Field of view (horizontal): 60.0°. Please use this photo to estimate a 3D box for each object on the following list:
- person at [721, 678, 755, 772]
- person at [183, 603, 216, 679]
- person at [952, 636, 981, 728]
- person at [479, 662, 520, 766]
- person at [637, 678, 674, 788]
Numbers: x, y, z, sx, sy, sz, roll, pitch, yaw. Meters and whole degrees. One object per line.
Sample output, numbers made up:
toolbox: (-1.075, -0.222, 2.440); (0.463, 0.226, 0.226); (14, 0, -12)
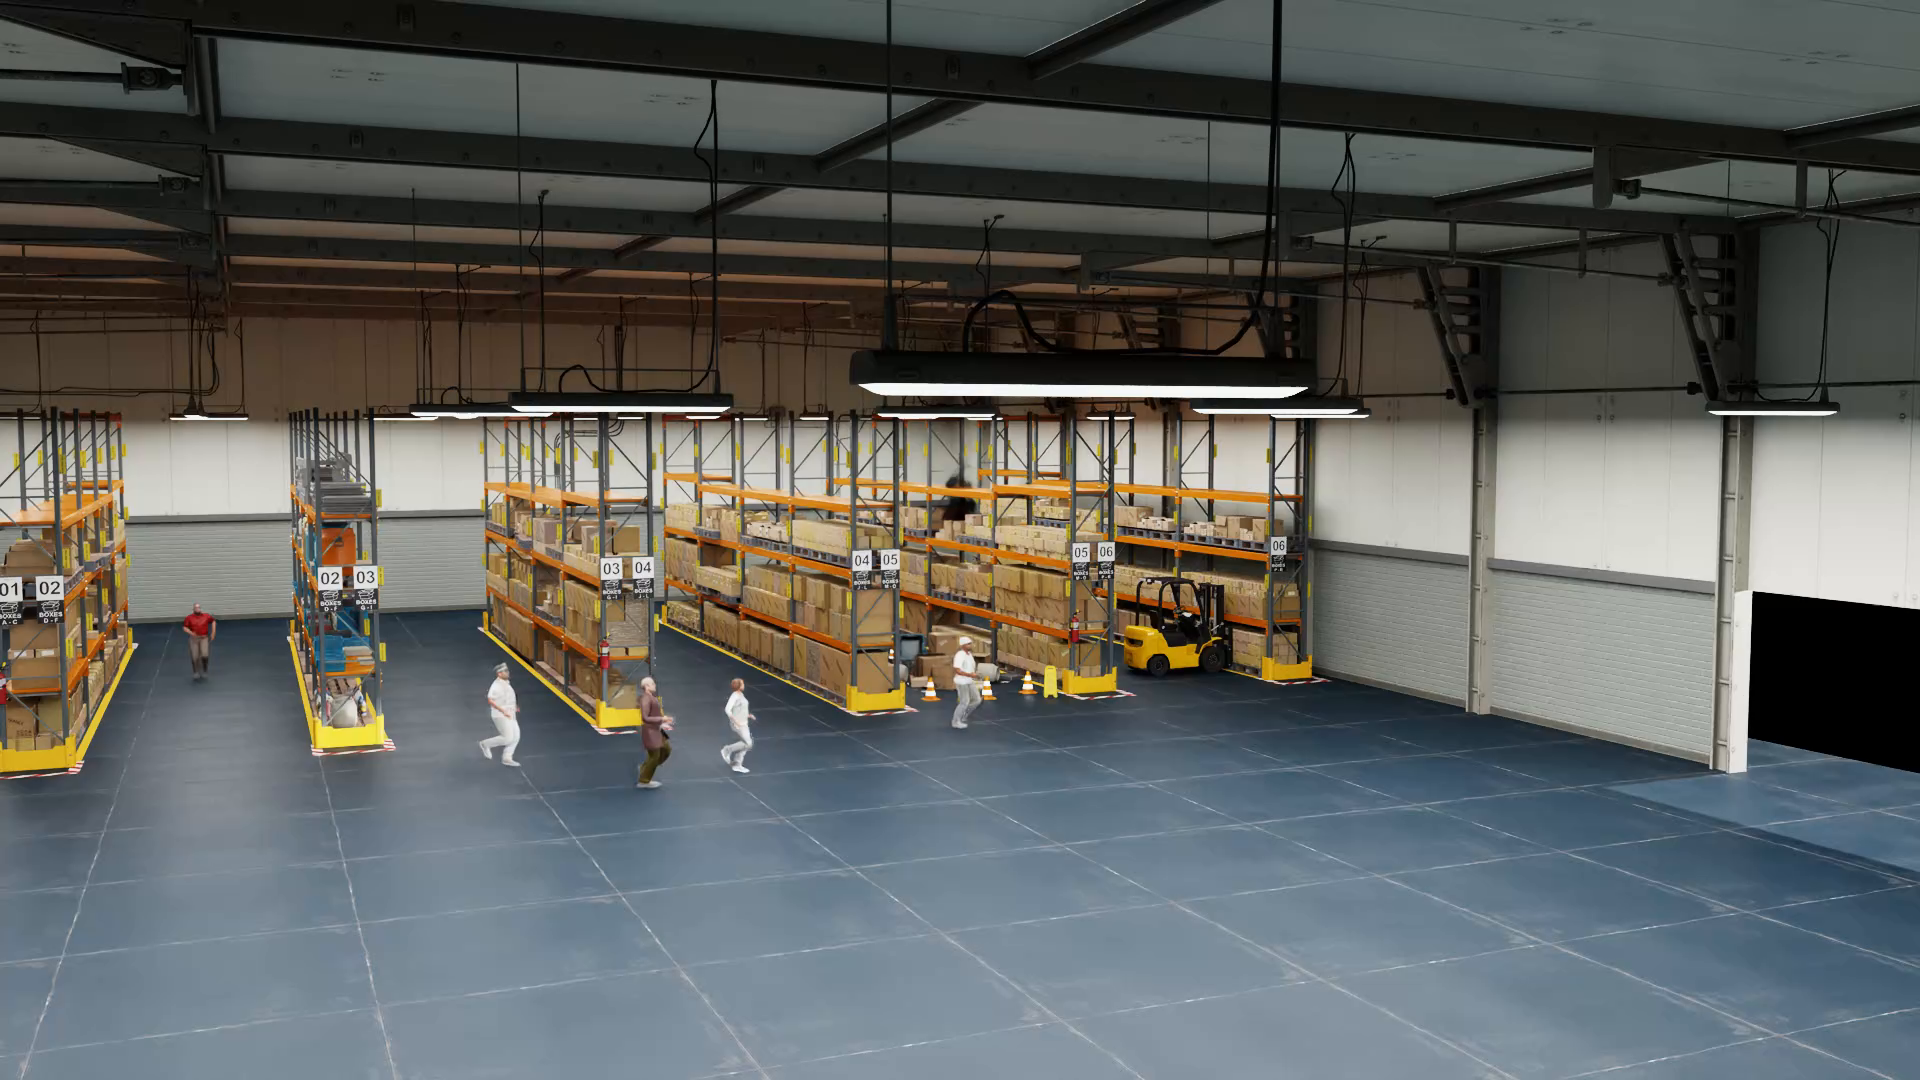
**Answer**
person: (-3.651, 3.043, 27.346); (0.542, 1.556, 0.545); (0, 4, 7)
person: (-17.020, 2.273, 37.238); (0.689, 1.727, 0.666); (-2, 5, -28)
person: (0.130, 2.671, 31.121); (0.626, 1.744, 0.705); (2, 4, 24)
person: (-7.693, 2.918, 27.835); (0.646, 1.750, 0.672); (0, 4, 4)
person: (-4.775, 3.015, 26.089); (0.634, 1.733, 0.698); (0, 4, -1)
